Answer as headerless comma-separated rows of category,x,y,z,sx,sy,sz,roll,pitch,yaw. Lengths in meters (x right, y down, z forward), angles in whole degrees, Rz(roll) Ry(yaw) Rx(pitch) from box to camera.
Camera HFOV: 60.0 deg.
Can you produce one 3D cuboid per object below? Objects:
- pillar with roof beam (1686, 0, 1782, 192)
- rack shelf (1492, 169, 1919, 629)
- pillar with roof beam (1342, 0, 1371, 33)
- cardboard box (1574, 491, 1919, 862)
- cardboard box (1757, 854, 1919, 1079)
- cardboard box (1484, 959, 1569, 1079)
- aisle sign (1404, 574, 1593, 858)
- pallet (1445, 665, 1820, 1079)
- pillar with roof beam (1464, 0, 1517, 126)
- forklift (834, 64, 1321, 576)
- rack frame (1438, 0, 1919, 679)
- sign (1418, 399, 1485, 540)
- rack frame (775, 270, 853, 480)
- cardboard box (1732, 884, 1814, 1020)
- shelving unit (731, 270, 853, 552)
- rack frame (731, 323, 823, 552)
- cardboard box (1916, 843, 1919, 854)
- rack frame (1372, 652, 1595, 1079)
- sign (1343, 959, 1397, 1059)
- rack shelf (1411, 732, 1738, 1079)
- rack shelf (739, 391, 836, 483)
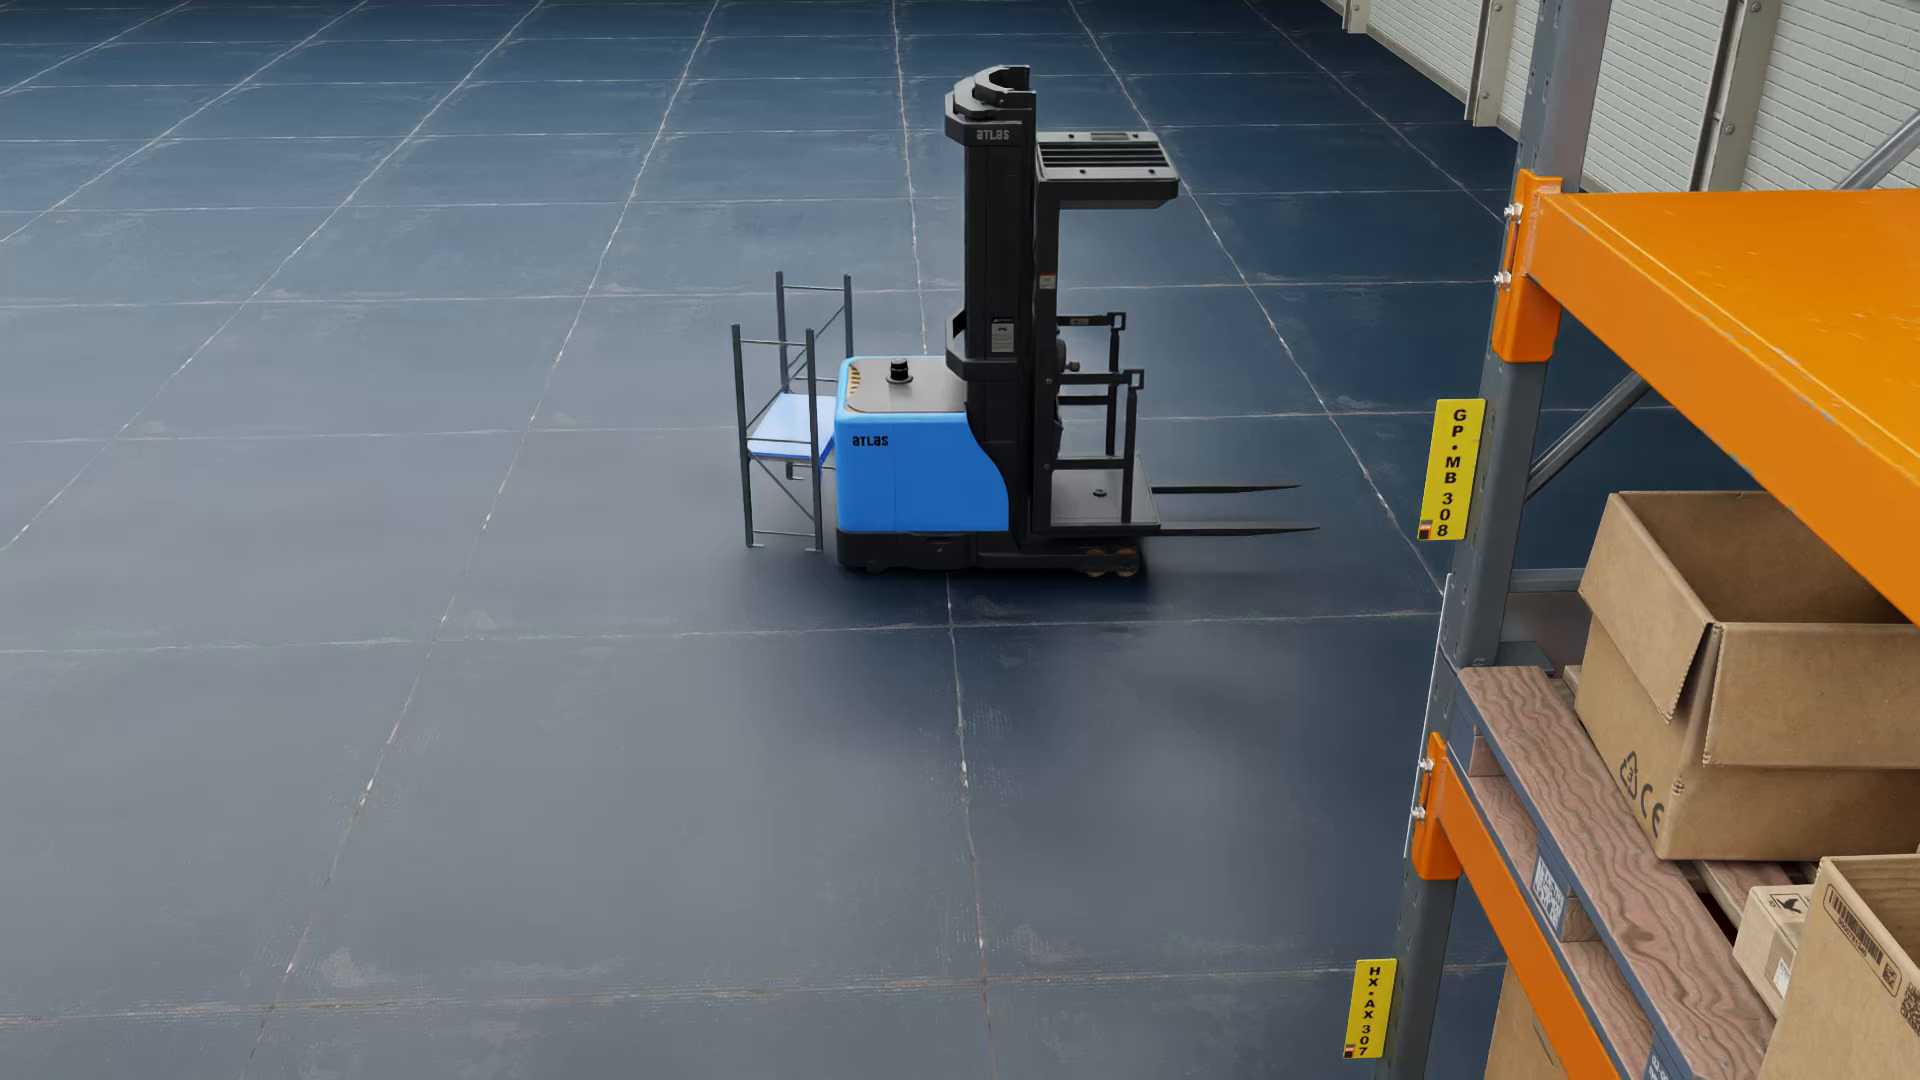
pillar with roof beam,2.512,-6.320,13.137,9.100,9.000,0.400,-1,28,-3
rack shelf,1.695,0.356,1.547,1.077,0.370,4.000,-1,28,-3
pillar with roof beam,1.886,-11.862,23.763,9.100,9.000,0.400,-1,28,-3
cardboard box,1.617,0.238,3.090,0.797,0.503,0.637,0,28,1
cardboard box,1.405,0.747,2.116,0.500,0.500,0.500,-1,28,-3
cardboard box,1.605,1.217,3.662,0.700,0.500,0.500,-1,28,-2
aisle sign,1.282,0.421,3.889,0.394,0.787,0.004,-1,28,-3
pallet,1.602,0.633,3.145,1.003,0.211,1.213,-1,28,-3
pillar with roof beam,2.199,-9.091,18.450,9.100,9.000,0.400,-1,28,-3
forklift,0.741,-1.321,10.114,3.031,2.935,1.130,-1,28,-1
rack frame,1.591,-1.064,3.059,1.000,3.000,0.127,-1,28,-3
sign,1.036,-0.146,3.511,0.100,0.325,0.005,-1,28,-3
rack frame,-0.959,-1.076,11.192,0.500,1.500,0.032,4,28,8
cardboard box,1.476,0.677,2.631,0.380,0.149,0.250,-1,28,-3
shelving unit,-1.041,-0.845,10.747,0.538,1.500,1.048,4,28,8
rack frame,-1.123,-0.613,10.303,0.500,1.500,0.032,4,28,8
cardboard box,1.914,0.610,2.650,0.500,0.250,0.500,-1,28,-3
rack frame,1.591,1.596,4.446,1.000,3.000,0.127,-1,28,-3
sign,1.036,1.188,4.207,0.100,0.325,0.005,-1,28,-3
rack shelf,1.695,1.509,2.148,1.077,0.370,4.000,-1,28,-3
rack shelf,-1.041,-0.685,10.831,0.538,0.185,1.000,4,28,8
